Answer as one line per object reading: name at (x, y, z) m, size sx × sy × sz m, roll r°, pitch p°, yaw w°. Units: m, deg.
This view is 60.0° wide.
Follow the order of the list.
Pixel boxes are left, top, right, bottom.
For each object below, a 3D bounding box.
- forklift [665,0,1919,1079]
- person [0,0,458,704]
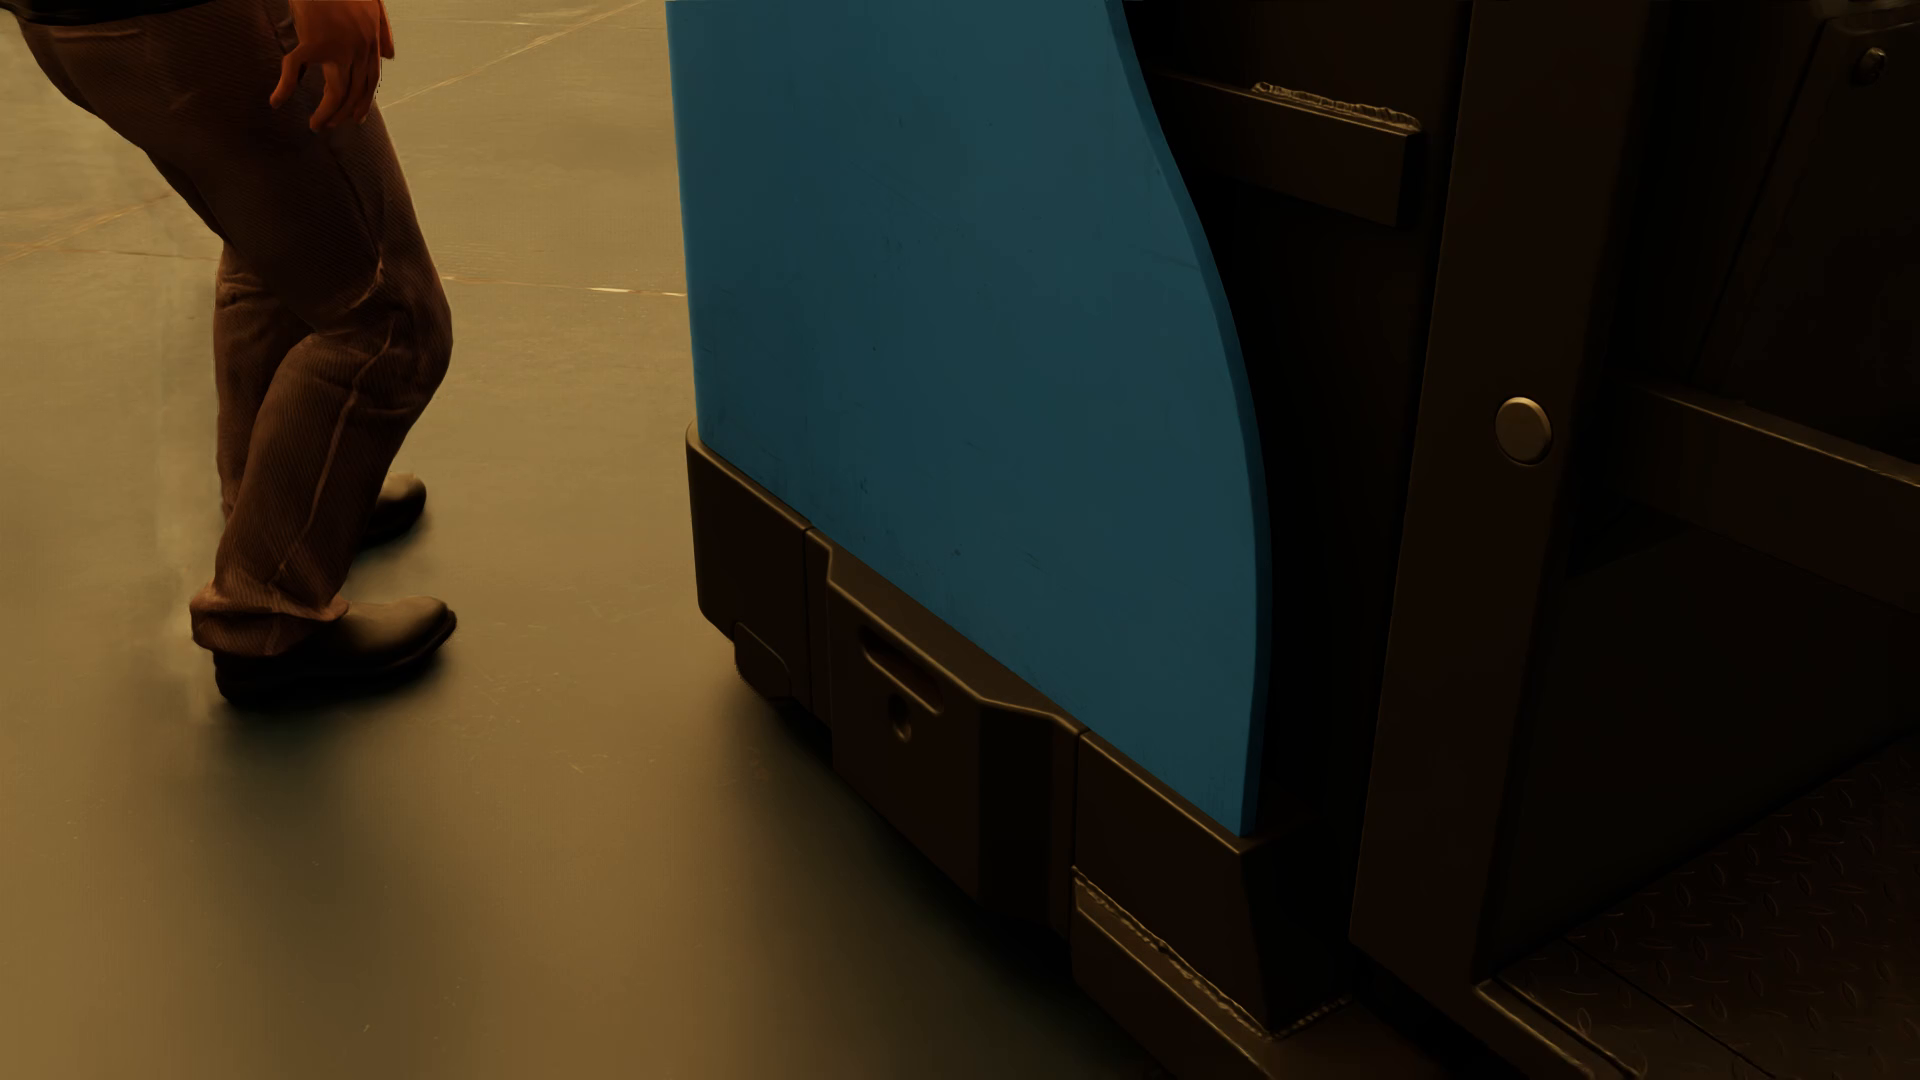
forklift at (0.902, -0.752, 0.736) m, size 1.130 × 2.935 × 3.031 m, roll -17°, pitch 31°, yaw -30°
person at (-0.844, -0.630, 1.898) m, size 0.482 × 1.688 × 0.814 m, roll -20°, pitch 33°, yaw -34°
